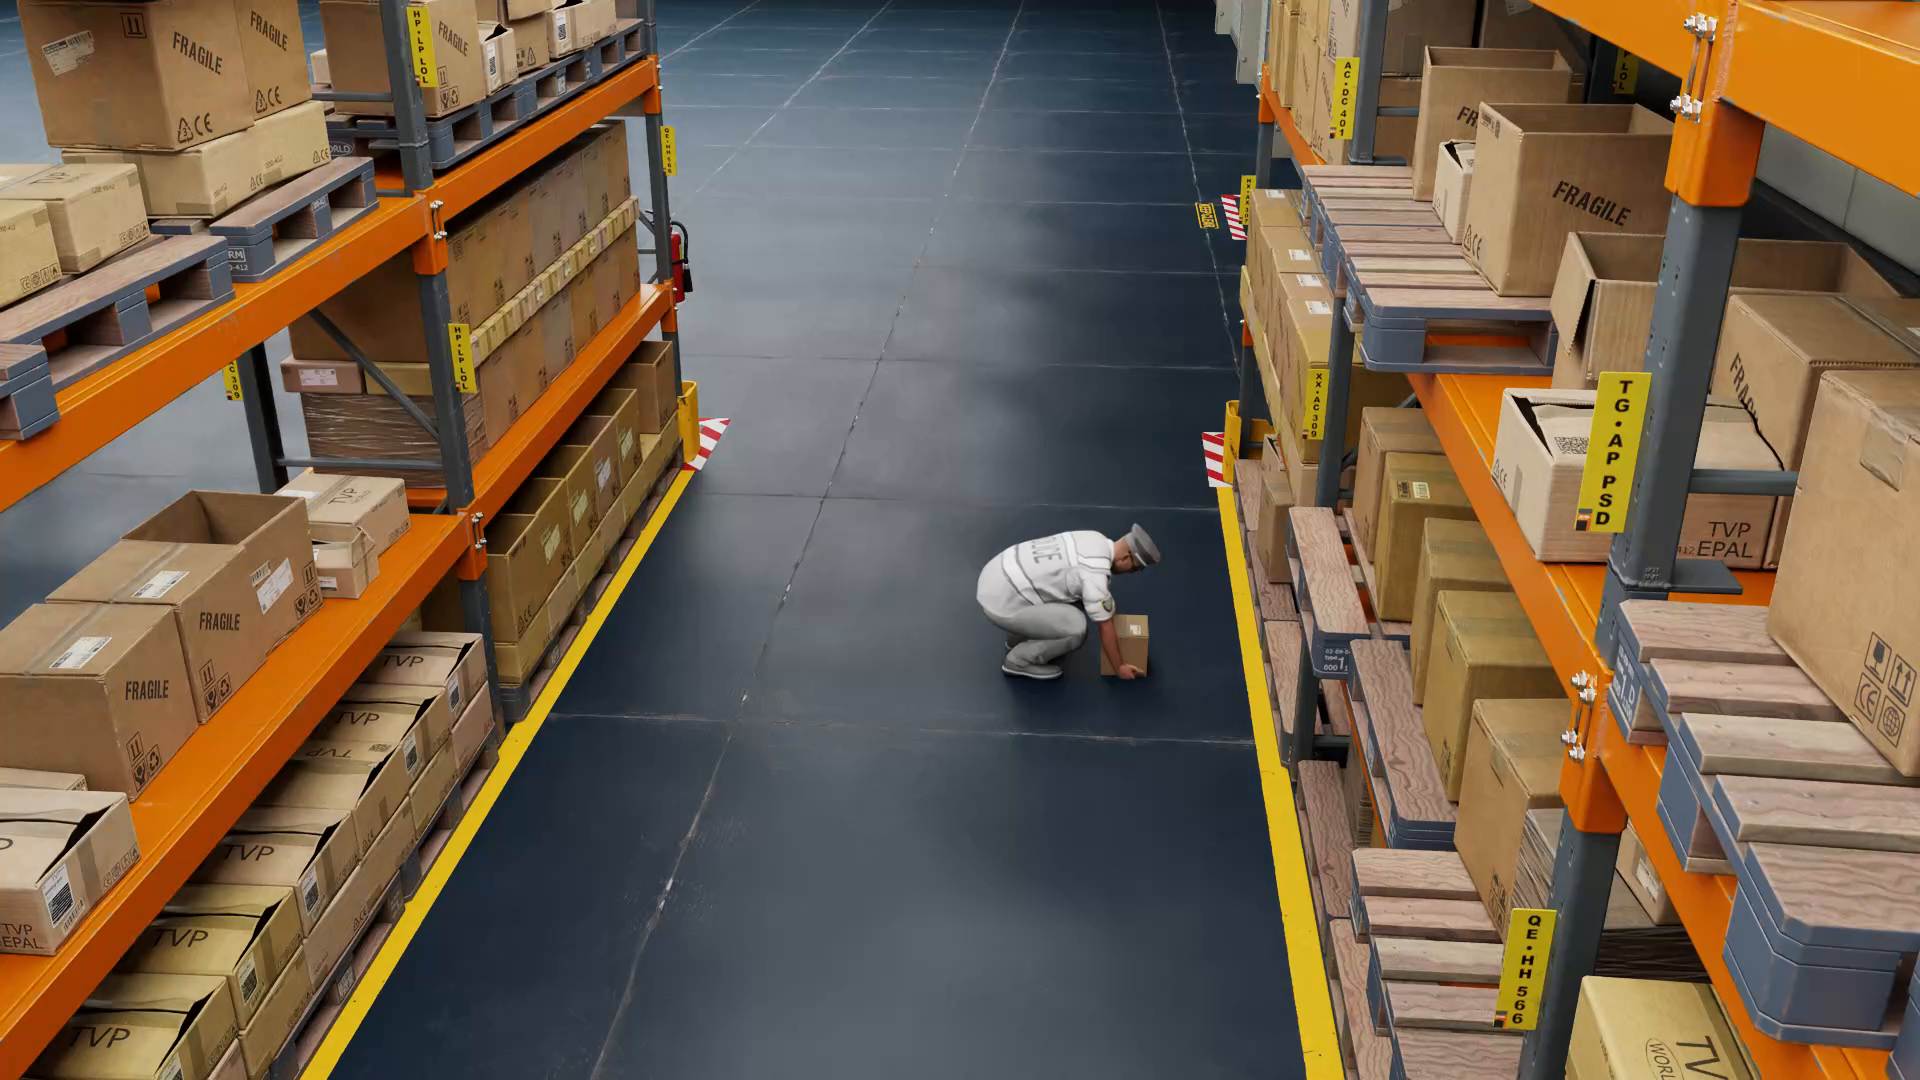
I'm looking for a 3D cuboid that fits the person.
[{"bbox_3d":[0.590,0.345,9.064,0.994,0.891,0.540,1,24,3],"label":"person"}]
